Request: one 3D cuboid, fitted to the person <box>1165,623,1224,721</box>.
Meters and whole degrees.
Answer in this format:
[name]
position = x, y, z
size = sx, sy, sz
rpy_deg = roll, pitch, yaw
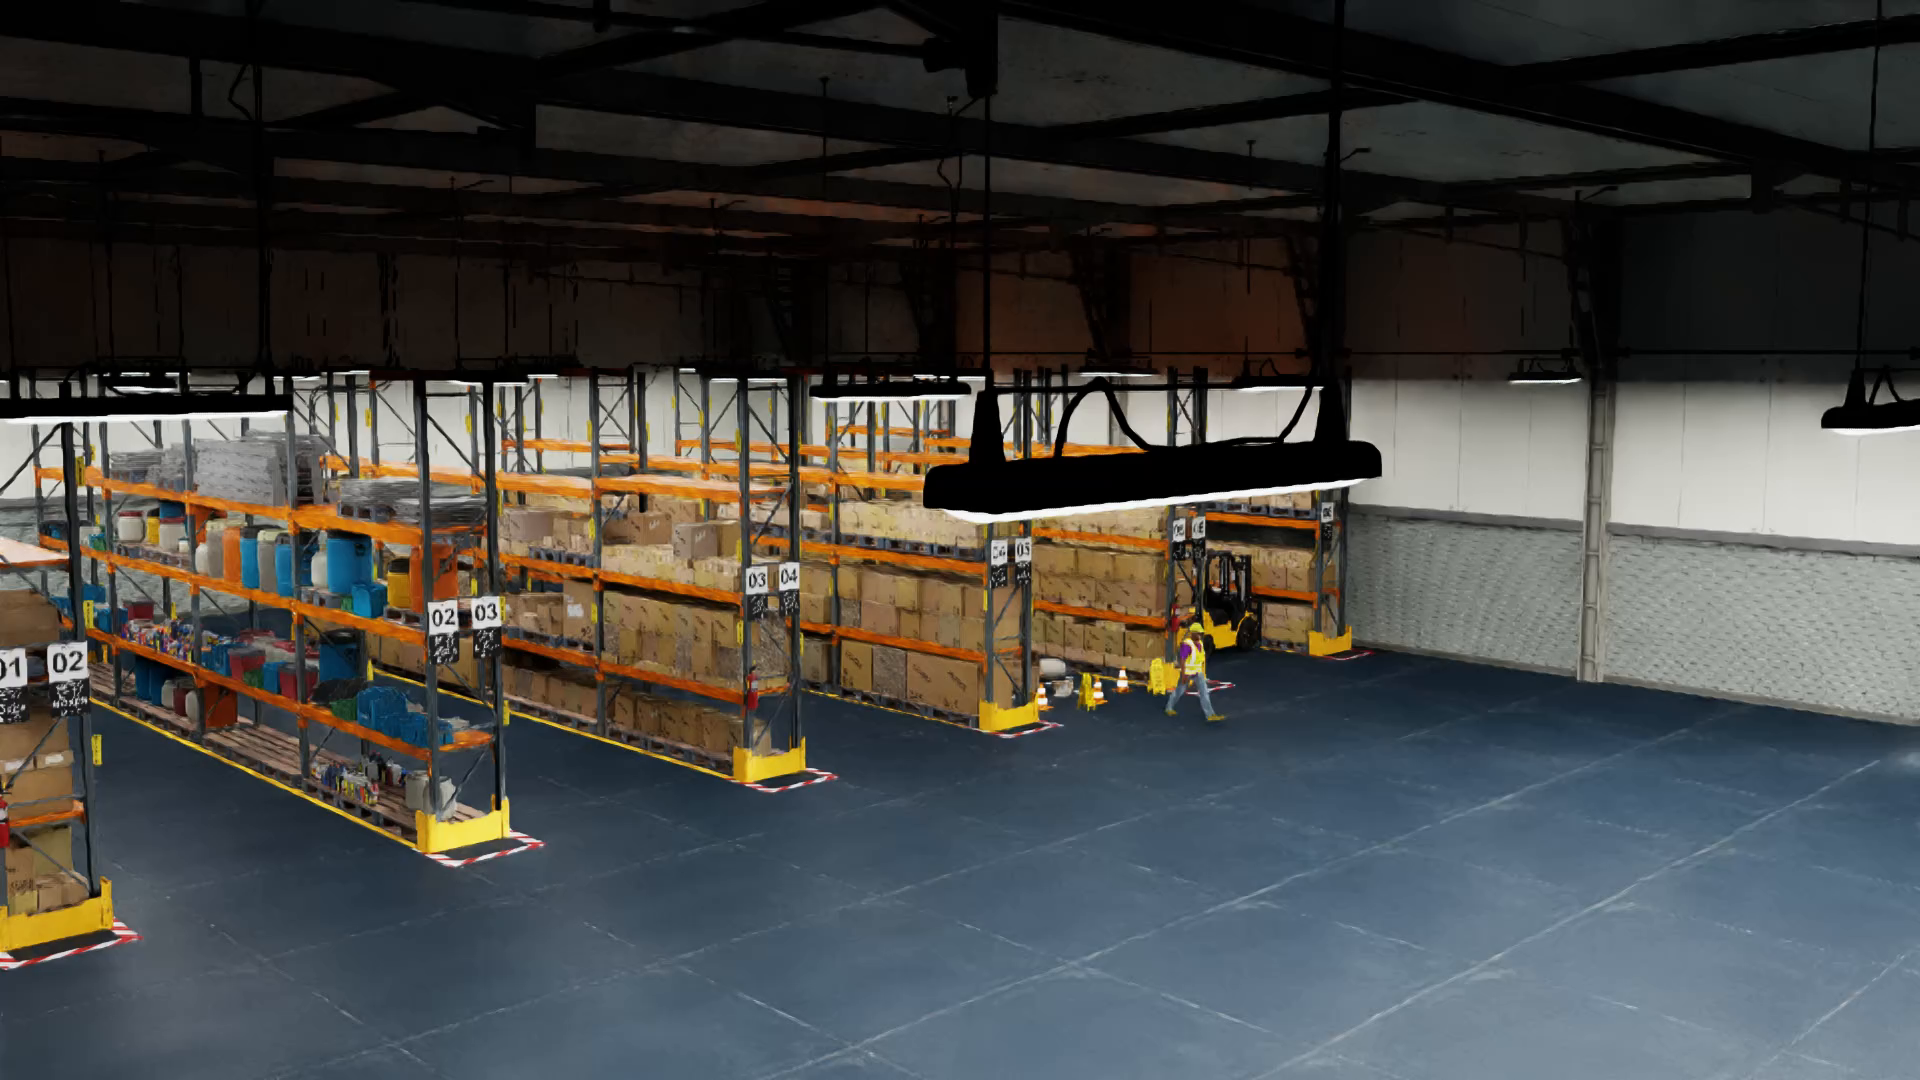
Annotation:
[person]
position = 4.002, 2.255, 28.611
size = 0.577, 1.691, 1.121
rpy_deg = -6, 9, -41
